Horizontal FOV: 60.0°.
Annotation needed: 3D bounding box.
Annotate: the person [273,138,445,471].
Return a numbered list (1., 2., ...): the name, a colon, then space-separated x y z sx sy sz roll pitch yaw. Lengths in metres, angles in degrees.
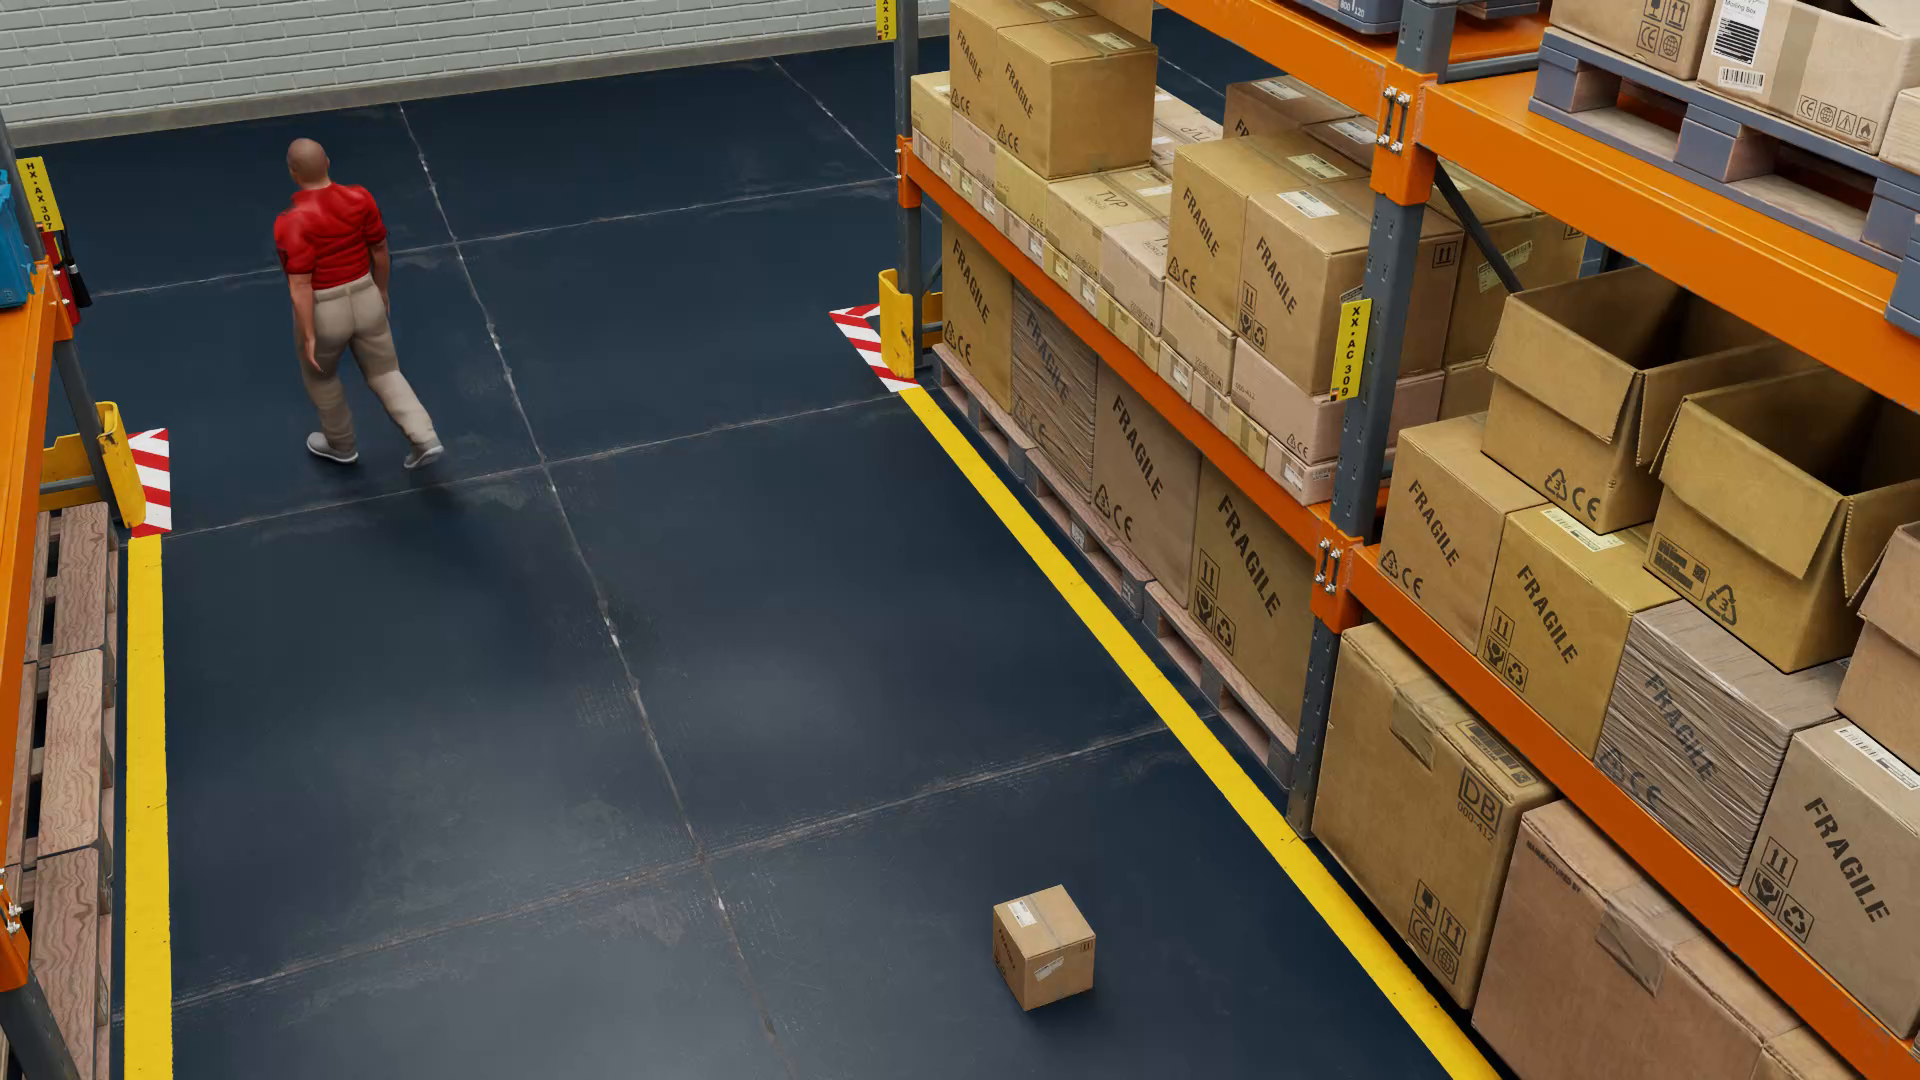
1. person: -2.871 -1.071 7.776 0.913 1.686 0.547 26 41 34
